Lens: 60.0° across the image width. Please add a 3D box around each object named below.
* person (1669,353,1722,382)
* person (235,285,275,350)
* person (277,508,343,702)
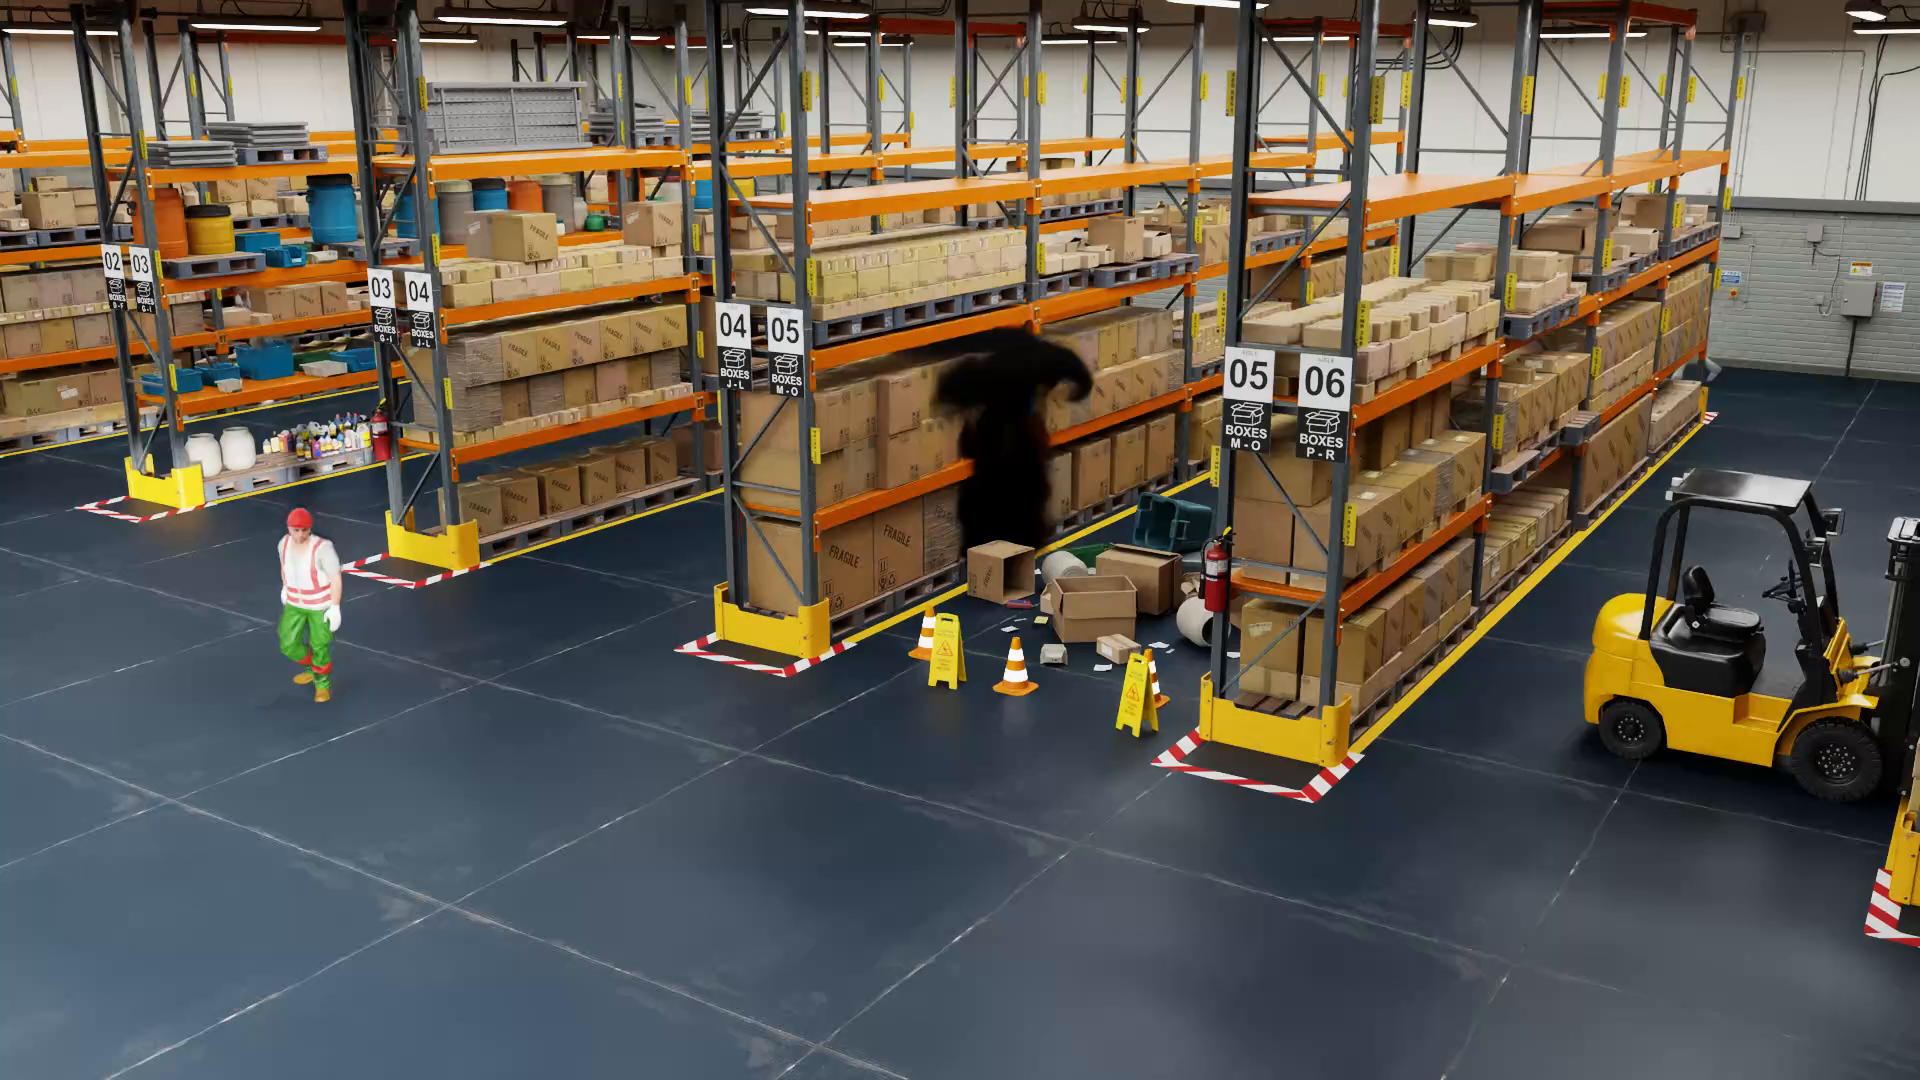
[{"bbox_3d":[12.677,-3.561,28.668,0.912,1.758,0.672,3,16,9],"label":"person"},{"bbox_3d":[-12.792,-3.893,30.389,0.671,1.504,0.893,2,16,8],"label":"person"},{"bbox_3d":[-5.487,0.541,14.038,0.696,1.749,0.591,3,16,10],"label":"person"}]
